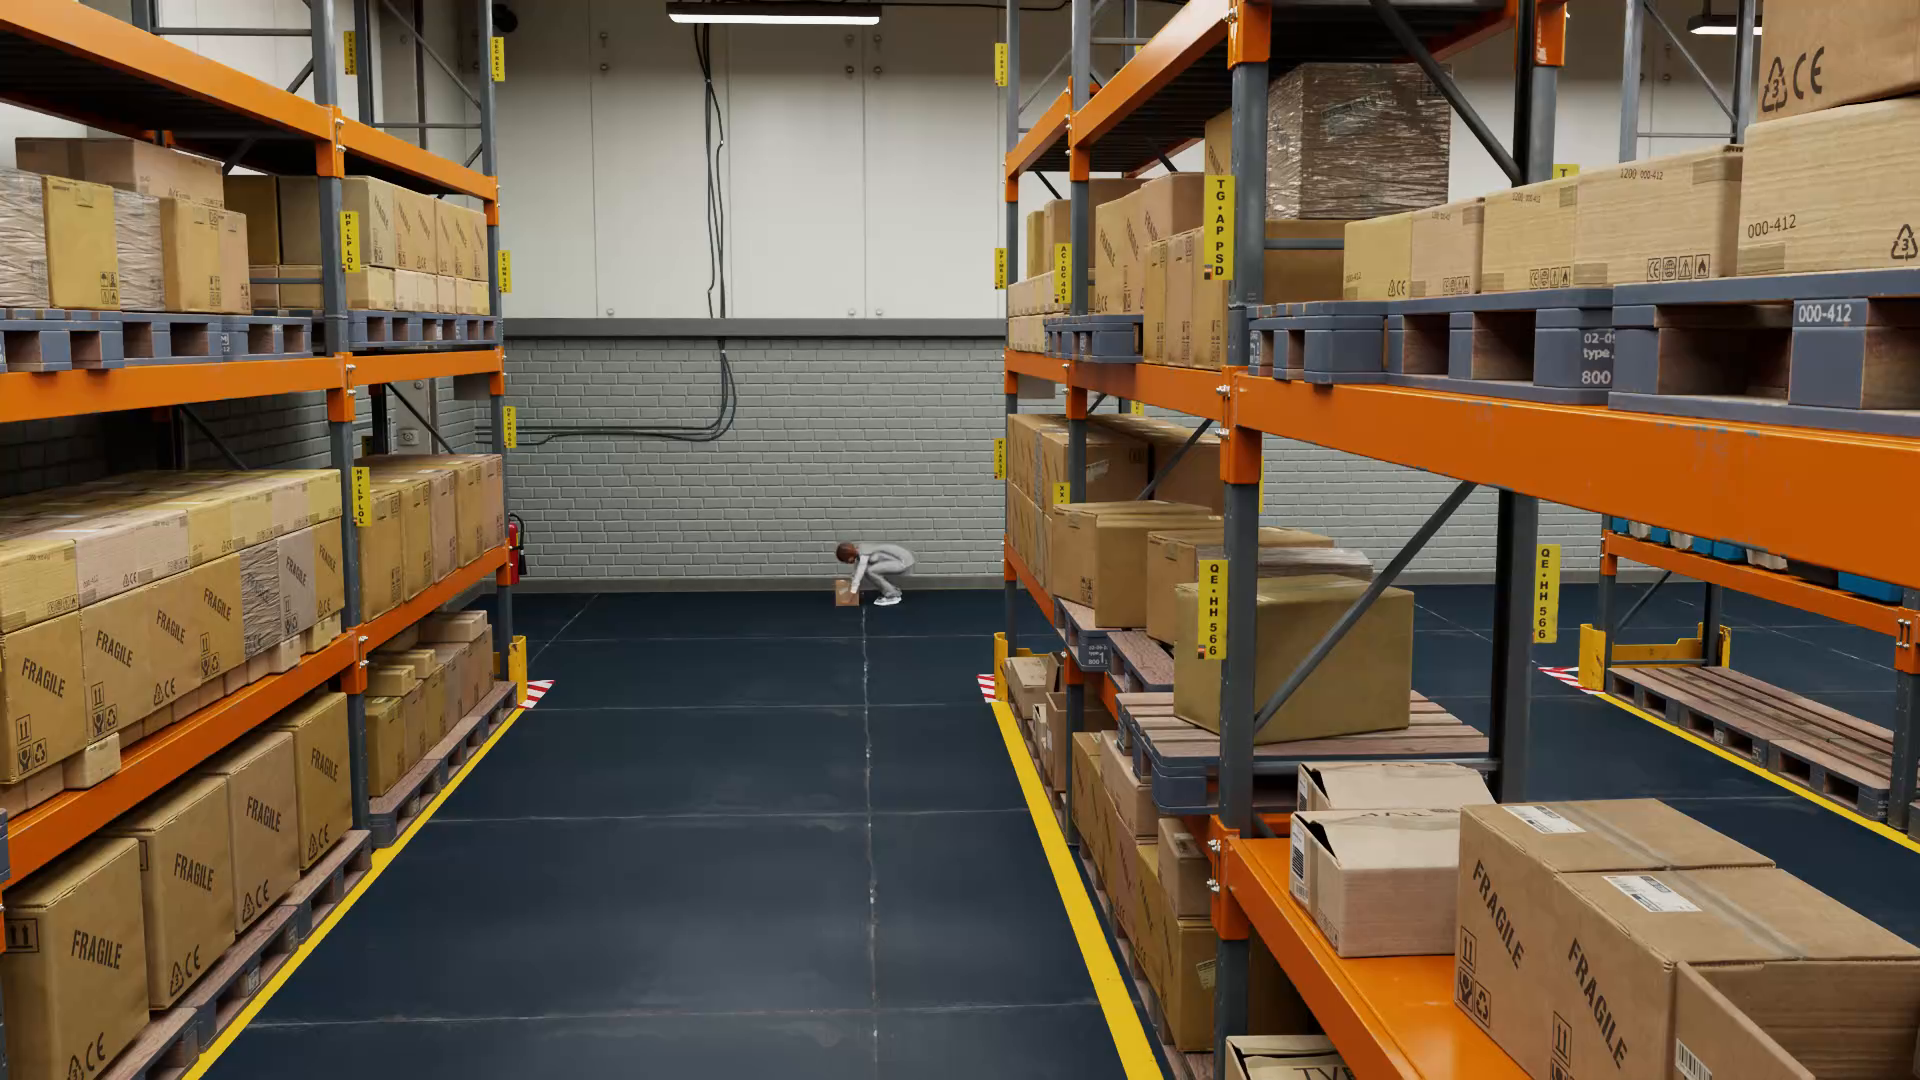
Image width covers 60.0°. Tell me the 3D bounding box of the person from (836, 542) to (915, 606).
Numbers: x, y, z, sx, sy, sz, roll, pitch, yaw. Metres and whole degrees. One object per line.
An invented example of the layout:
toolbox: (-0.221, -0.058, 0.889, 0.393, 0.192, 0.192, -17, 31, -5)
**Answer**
person: (-0.919, 0.365, 18.126, 0.862, 0.702, 0.419, -1, 7, -5)
